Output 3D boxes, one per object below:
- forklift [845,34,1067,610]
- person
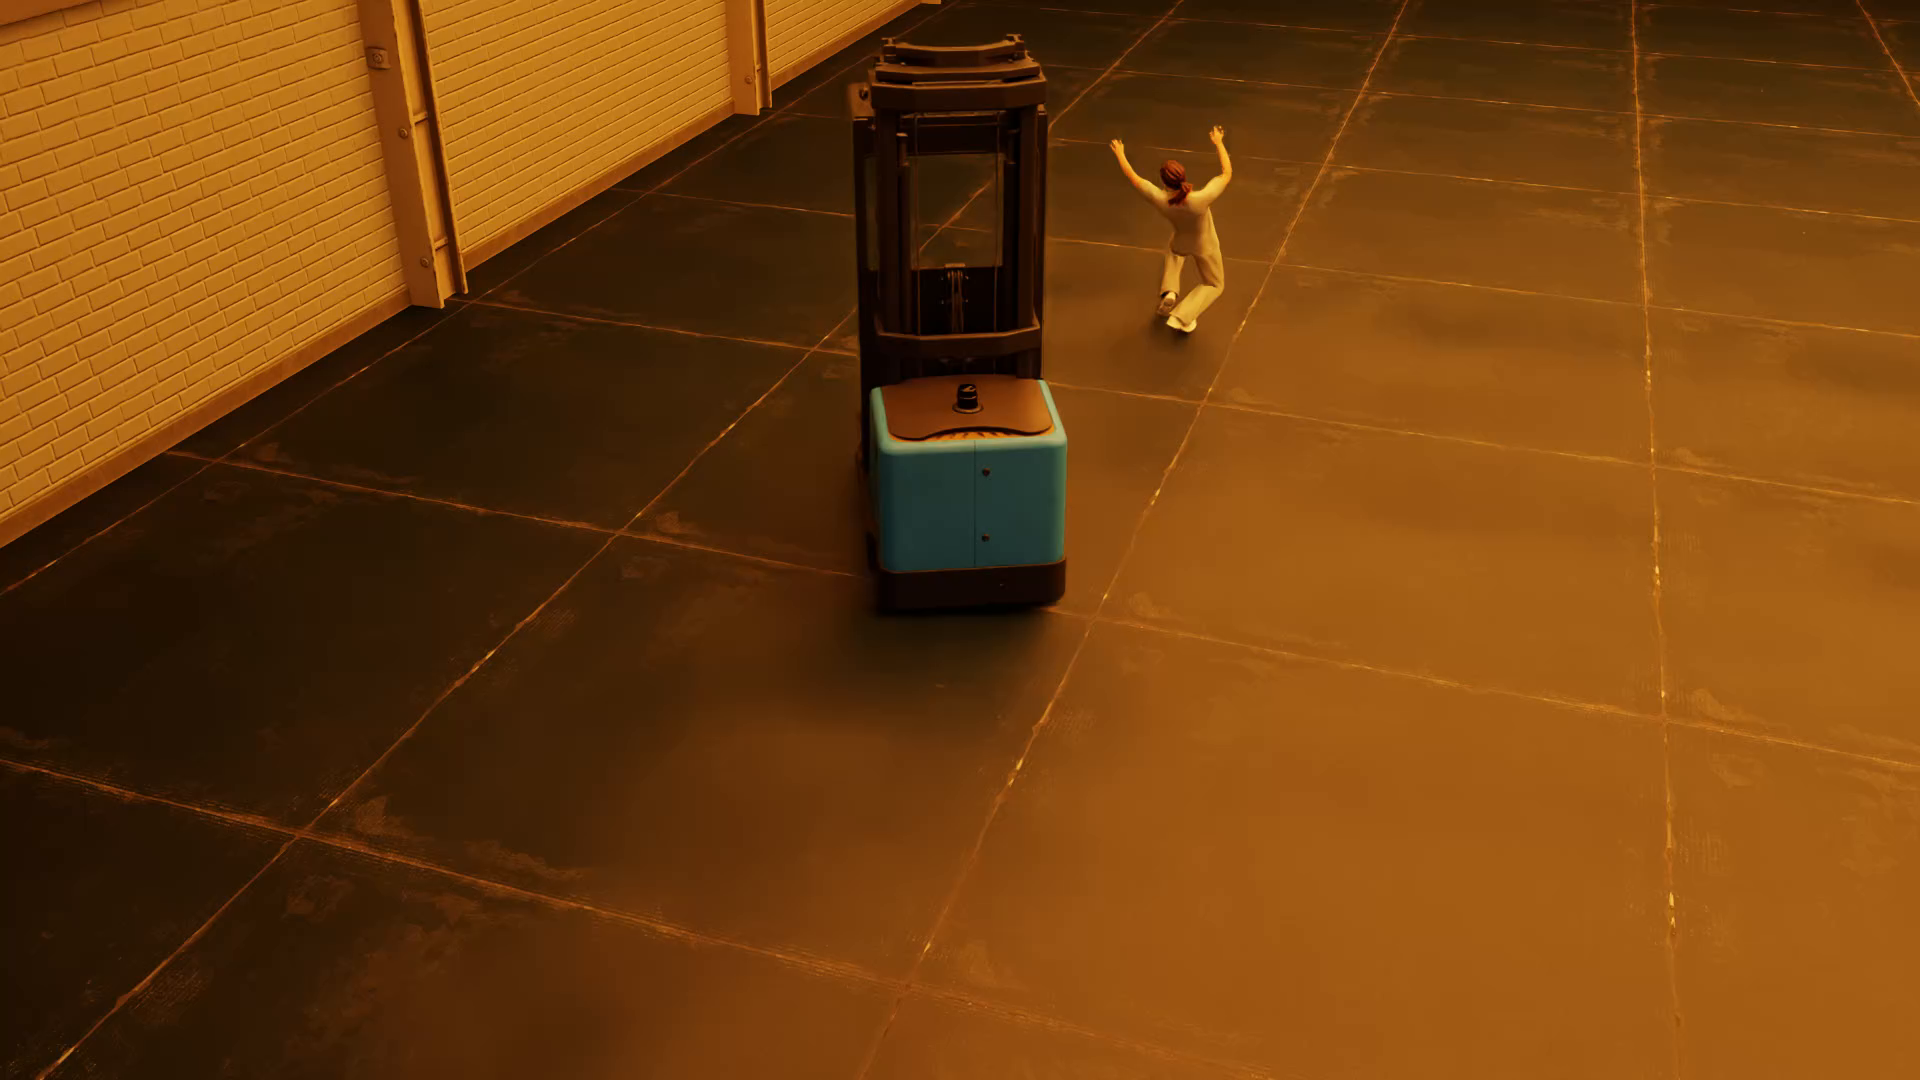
[{"bbox_3d":[-0.085,-1.590,9.926,1.130,2.935,3.031,-3,30,-6],"label":"forklift"},{"bbox_3d":[1.601,-2.403,12.755,0.954,1.567,0.777,18,34,28],"label":"person"}]
